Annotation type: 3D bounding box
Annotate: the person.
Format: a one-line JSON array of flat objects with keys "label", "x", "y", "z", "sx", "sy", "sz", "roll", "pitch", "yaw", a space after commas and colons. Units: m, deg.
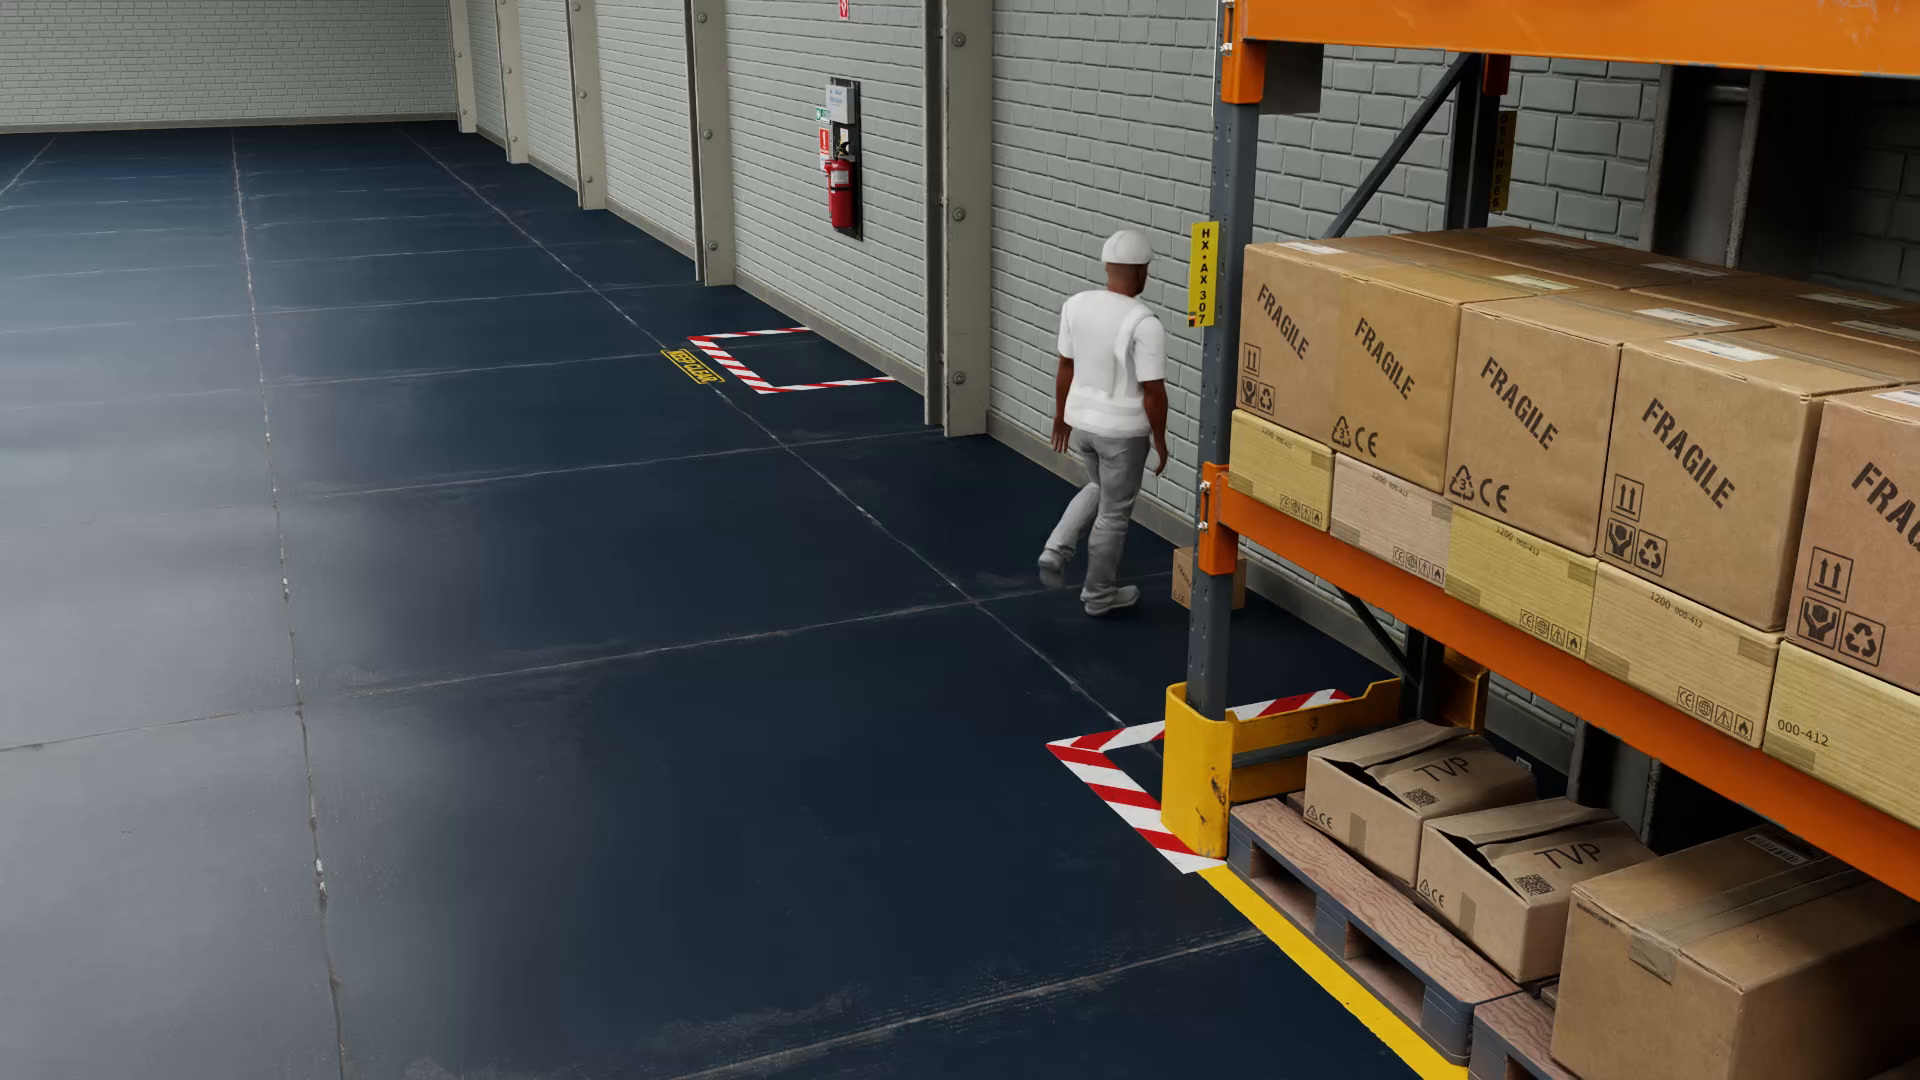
[{"label": "person", "x": 0.664, "y": -0.495, "z": 7.425, "sx": 0.503, "sy": 1.771, "sz": 0.628, "roll": -16, "pitch": 24, "yaw": -39}]
